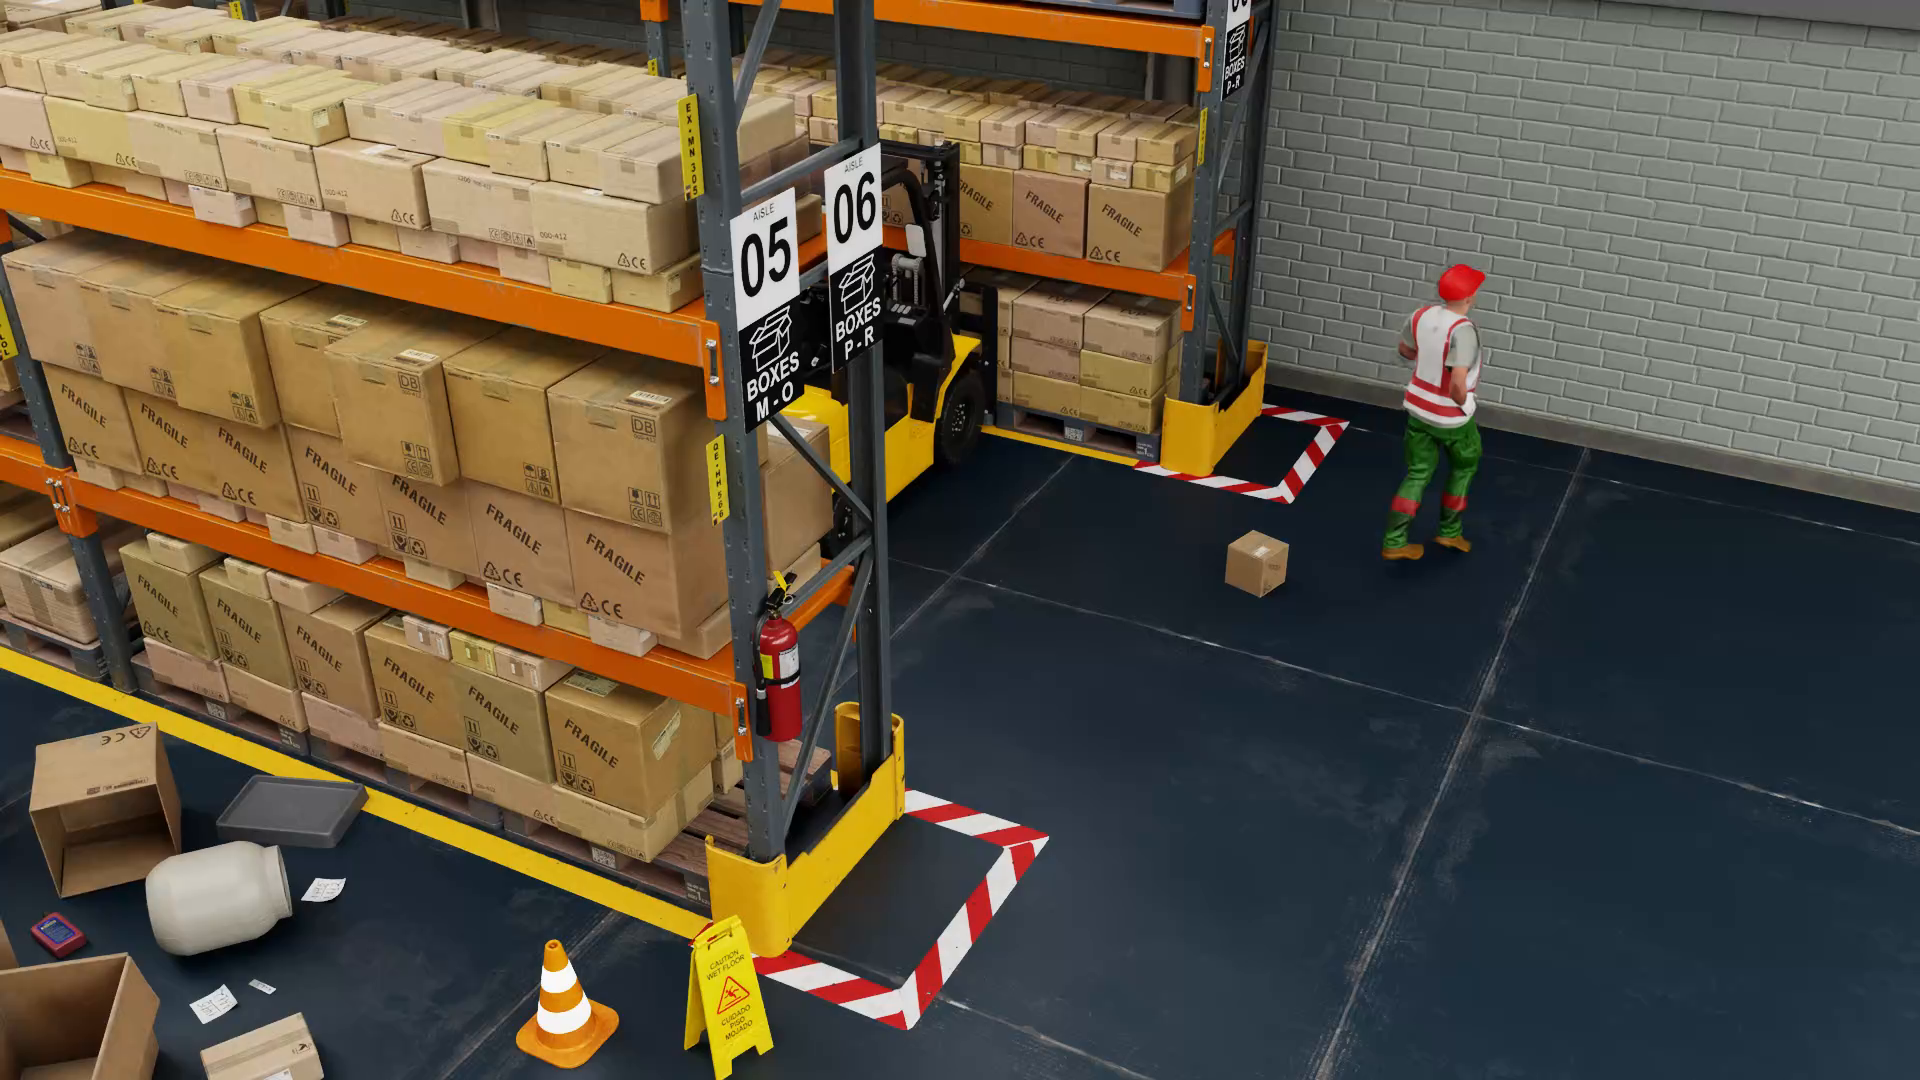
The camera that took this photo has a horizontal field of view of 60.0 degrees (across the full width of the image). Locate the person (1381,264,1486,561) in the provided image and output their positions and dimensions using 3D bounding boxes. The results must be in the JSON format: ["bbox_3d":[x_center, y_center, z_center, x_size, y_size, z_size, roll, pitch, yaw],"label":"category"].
[{"bbox_3d":[2.722,-0.704,9.492,0.699,1.830,0.655,-18,35,-29],"label":"person"}]
